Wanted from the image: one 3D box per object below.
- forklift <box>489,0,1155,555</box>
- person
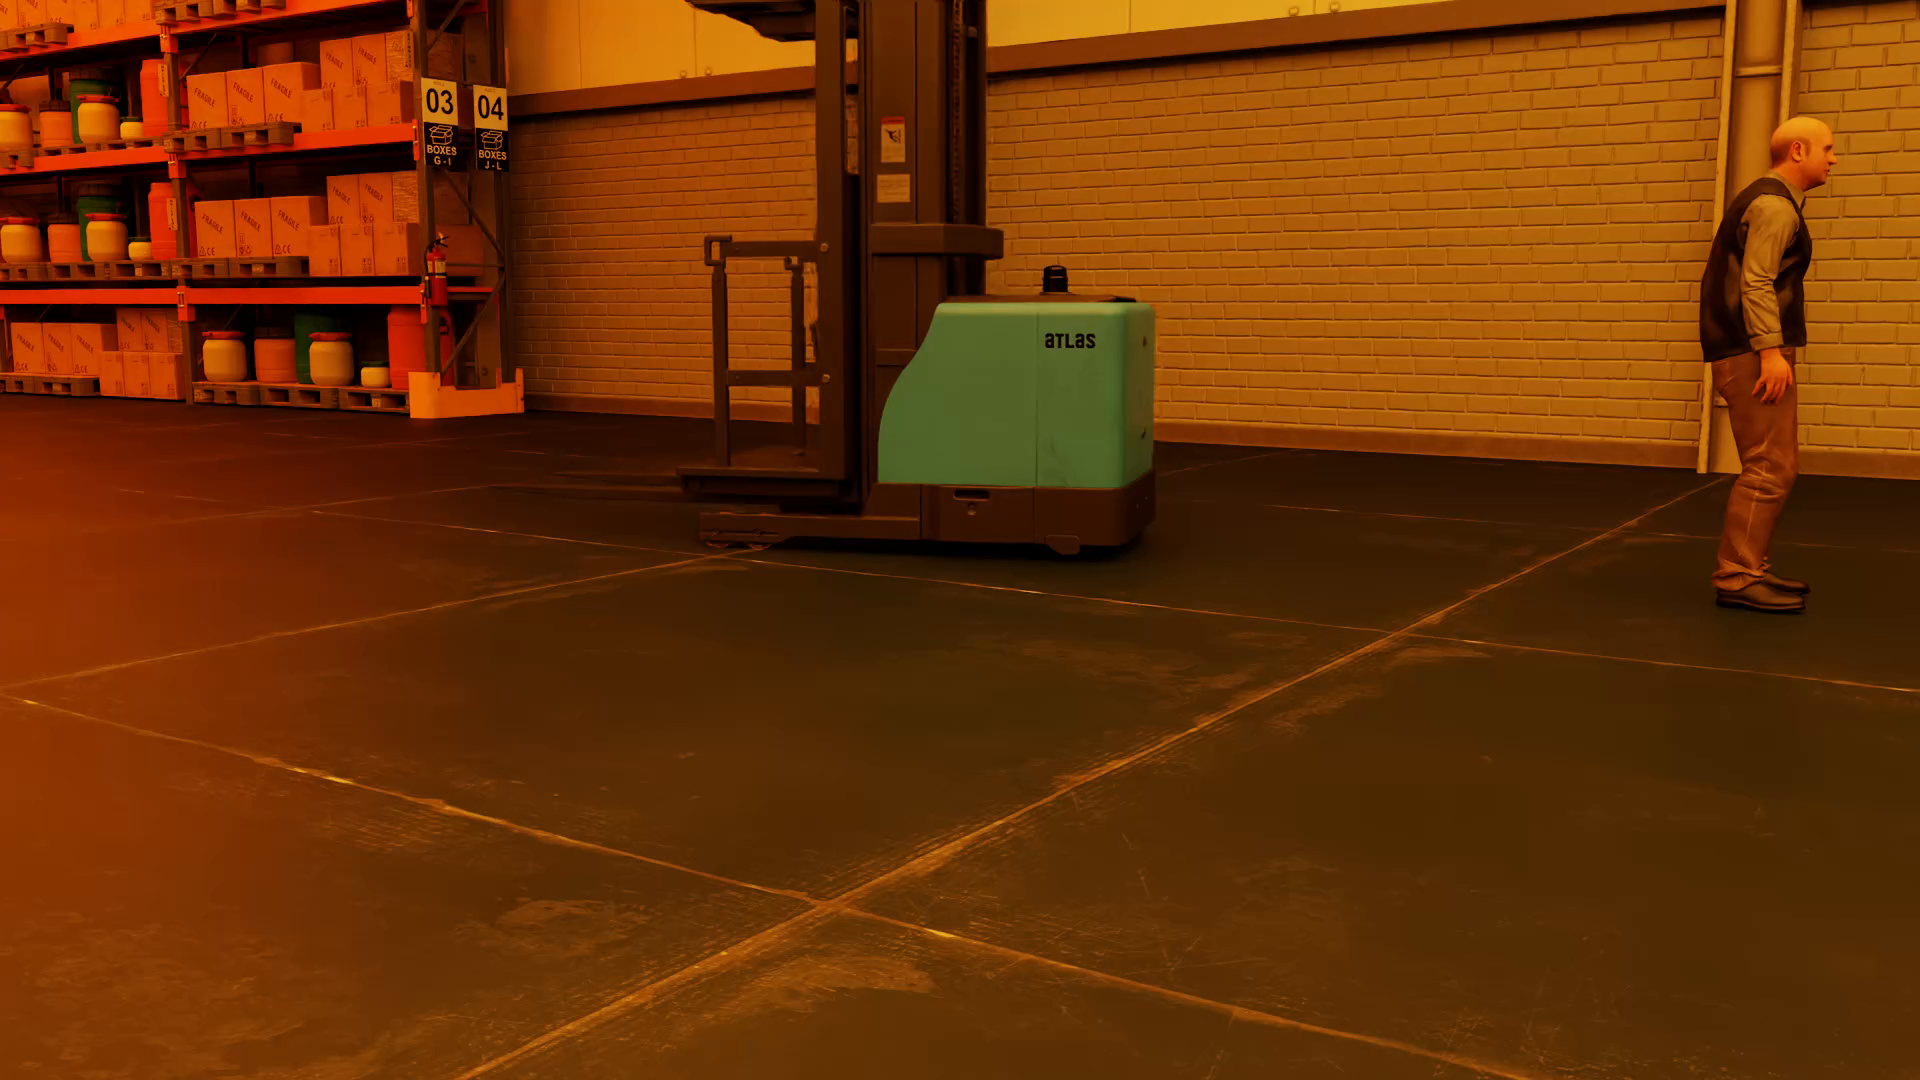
[{"bbox_3d":[-0.663,-1.475,7.563,3.031,2.935,1.130,2,8,14],"label":"forklift"},{"bbox_3d":[2.873,-0.635,5.967,0.426,1.719,0.581,4,9,27],"label":"person"}]
